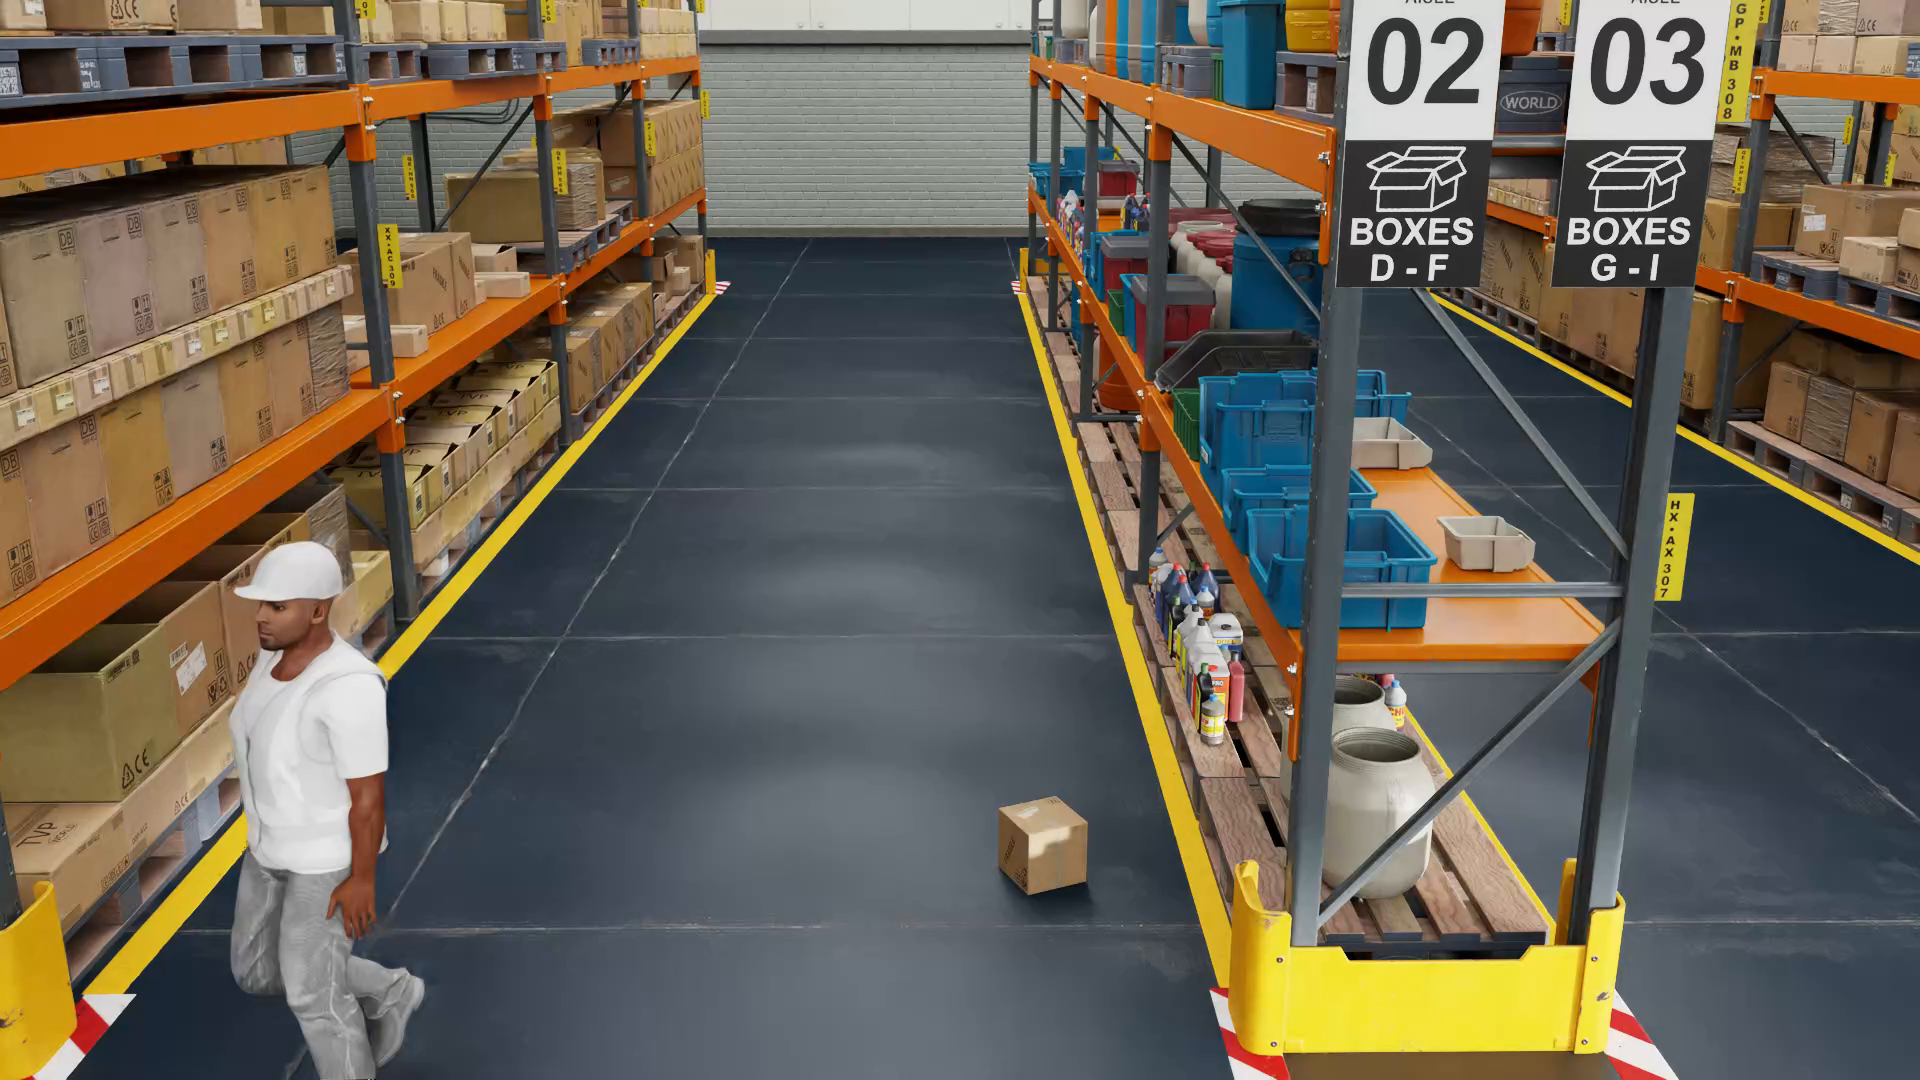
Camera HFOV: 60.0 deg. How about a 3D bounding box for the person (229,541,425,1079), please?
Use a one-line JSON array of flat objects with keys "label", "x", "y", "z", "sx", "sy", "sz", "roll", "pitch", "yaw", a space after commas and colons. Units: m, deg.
[{"label": "person", "x": -1.782, "y": 0.851, "z": 4.649, "sx": 0.582, "sy": 1.754, "sz": 0.575, "roll": 16, "pitch": 23, "yaw": 42}]
